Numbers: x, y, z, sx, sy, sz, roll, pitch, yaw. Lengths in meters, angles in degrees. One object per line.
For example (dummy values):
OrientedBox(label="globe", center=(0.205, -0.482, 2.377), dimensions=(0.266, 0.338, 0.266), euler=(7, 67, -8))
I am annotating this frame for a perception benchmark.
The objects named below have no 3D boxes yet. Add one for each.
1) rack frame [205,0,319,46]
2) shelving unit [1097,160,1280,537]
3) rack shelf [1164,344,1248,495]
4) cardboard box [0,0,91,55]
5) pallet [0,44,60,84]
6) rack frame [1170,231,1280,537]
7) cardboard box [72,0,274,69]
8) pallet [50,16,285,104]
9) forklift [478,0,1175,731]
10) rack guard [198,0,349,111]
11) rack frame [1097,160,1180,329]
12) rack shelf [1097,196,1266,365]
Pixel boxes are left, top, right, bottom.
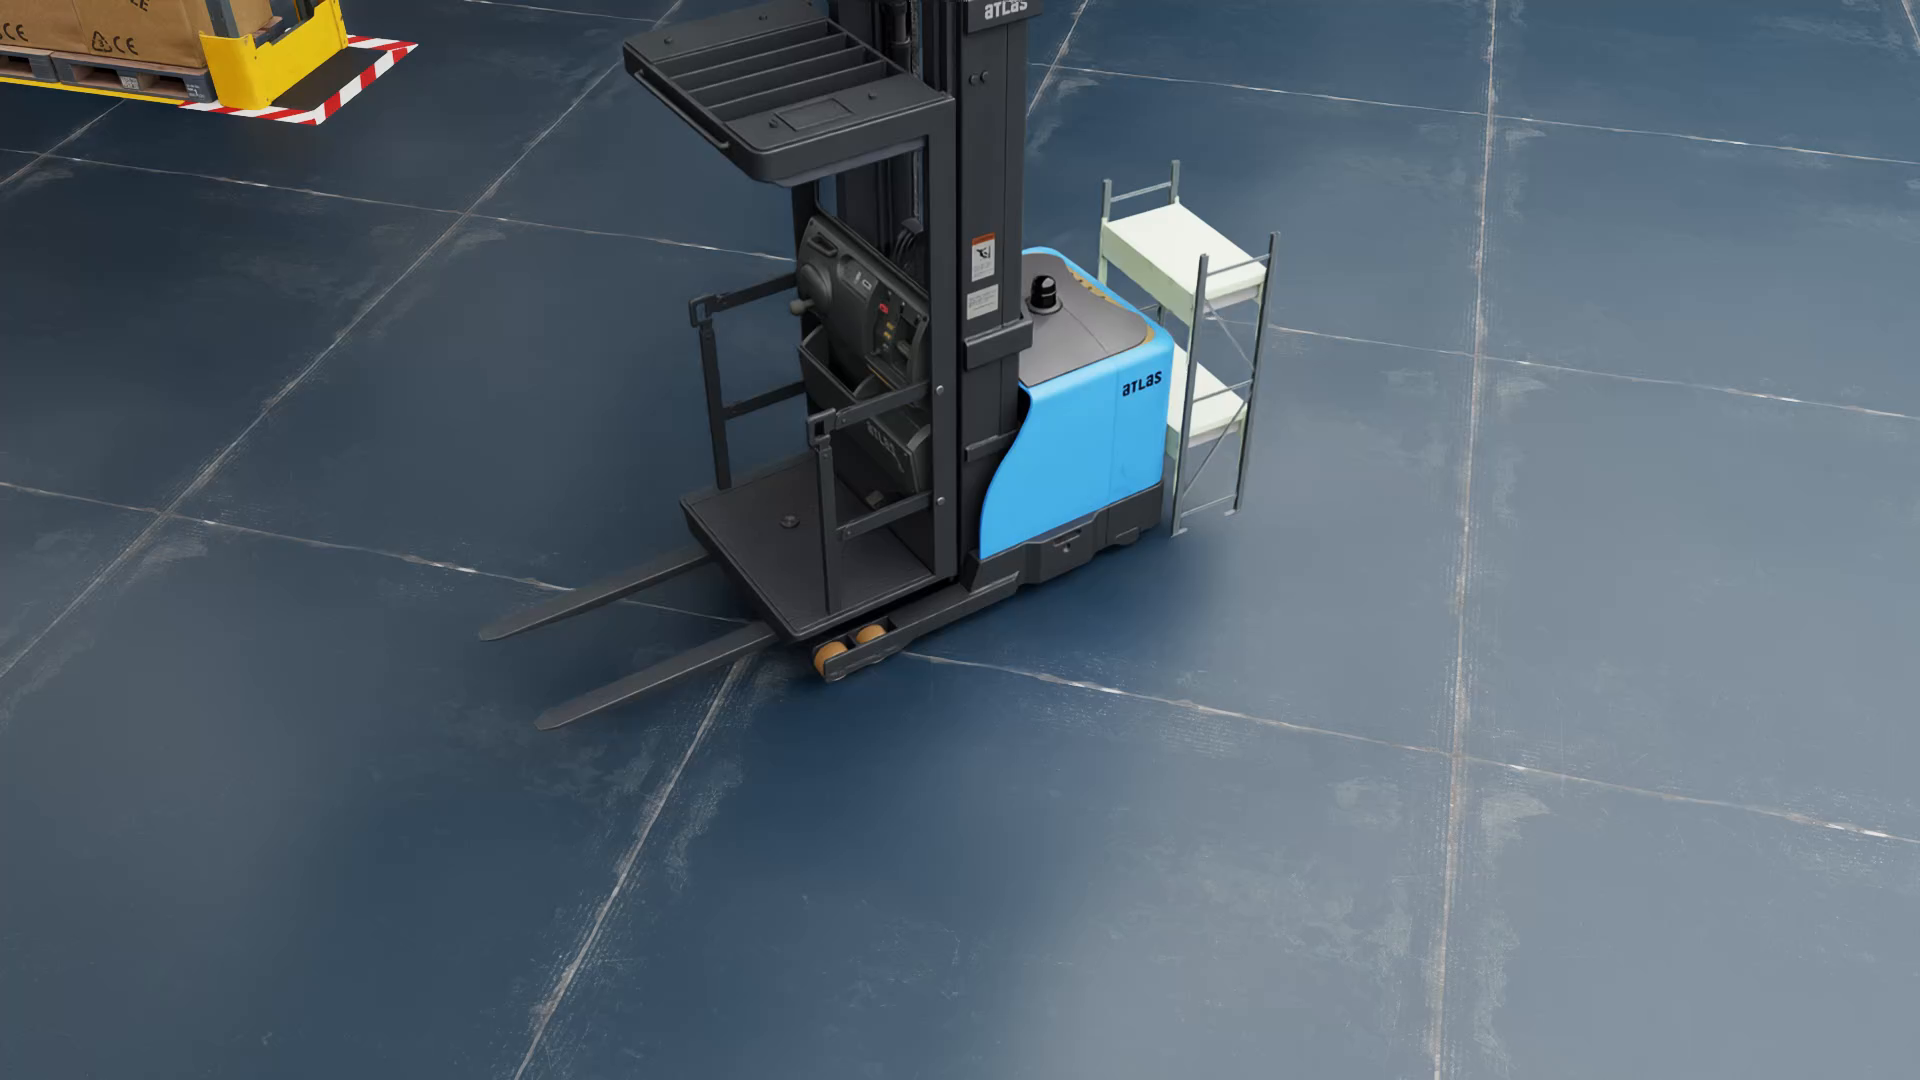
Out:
OrientedBox(label="rack frame", center=(-4.755, -4.435, 10.723), dimensions=(0.127, 3.000, 1.000), euler=(10, 41, 11))
OrientedBox(label="shelving unit", center=(0.987, -0.862, 7.635), dimensions=(0.431, 1.500, 0.755), euler=(-20, 44, -22))
OrientedBox(label="rack shelf", center=(0.987, -0.612, 7.844), dimensions=(0.431, 0.370, 0.720), euler=(-20, 44, -22))
OrientedBox(label="cardboard box", center=(-6.278, -3.999, 11.529), dimensions=(0.875, 0.875, 0.875), euler=(9, 41, 11))
OrientedBox(label="pallet", center=(-6.723, -3.656, 11.963), dimensions=(1.213, 0.211, 1.003), euler=(10, 41, 11))
OrientedBox(label="rack frame", center=(1.165, -0.656, 7.390), dimensions=(0.400, 1.500, 0.023), euler=(-20, 44, -22))
OrientedBox(label="cardboard box", center=(-5.427, -3.854, 11.357), dimensions=(0.875, 0.875, 0.875), euler=(10, 41, 12))
OrientedBox(label="pallet", center=(-5.548, -3.451, 11.720), dimensions=(1.213, 0.211, 1.003), euler=(10, 41, 11))
OrientedBox(label="forklift", center=(-0.571, -0.914, 6.583), dimensions=(3.031, 2.935, 1.130), euler=(-23, 45, -25))
OrientedBox(label="rack guard", center=(-4.732, -3.474, 11.522), dimensions=(0.348, 0.500, 1.175), euler=(10, 41, 11))
OrientedBox(label="rack frame", center=(0.809, -1.068, 7.880), dimensions=(0.400, 1.500, 0.023), euler=(-20, 44, -22))
OrientedBox(label="rack shelf", center=(0.987, -1.161, 7.384), dimensions=(0.431, 0.370, 0.720), euler=(-20, 44, -22))
